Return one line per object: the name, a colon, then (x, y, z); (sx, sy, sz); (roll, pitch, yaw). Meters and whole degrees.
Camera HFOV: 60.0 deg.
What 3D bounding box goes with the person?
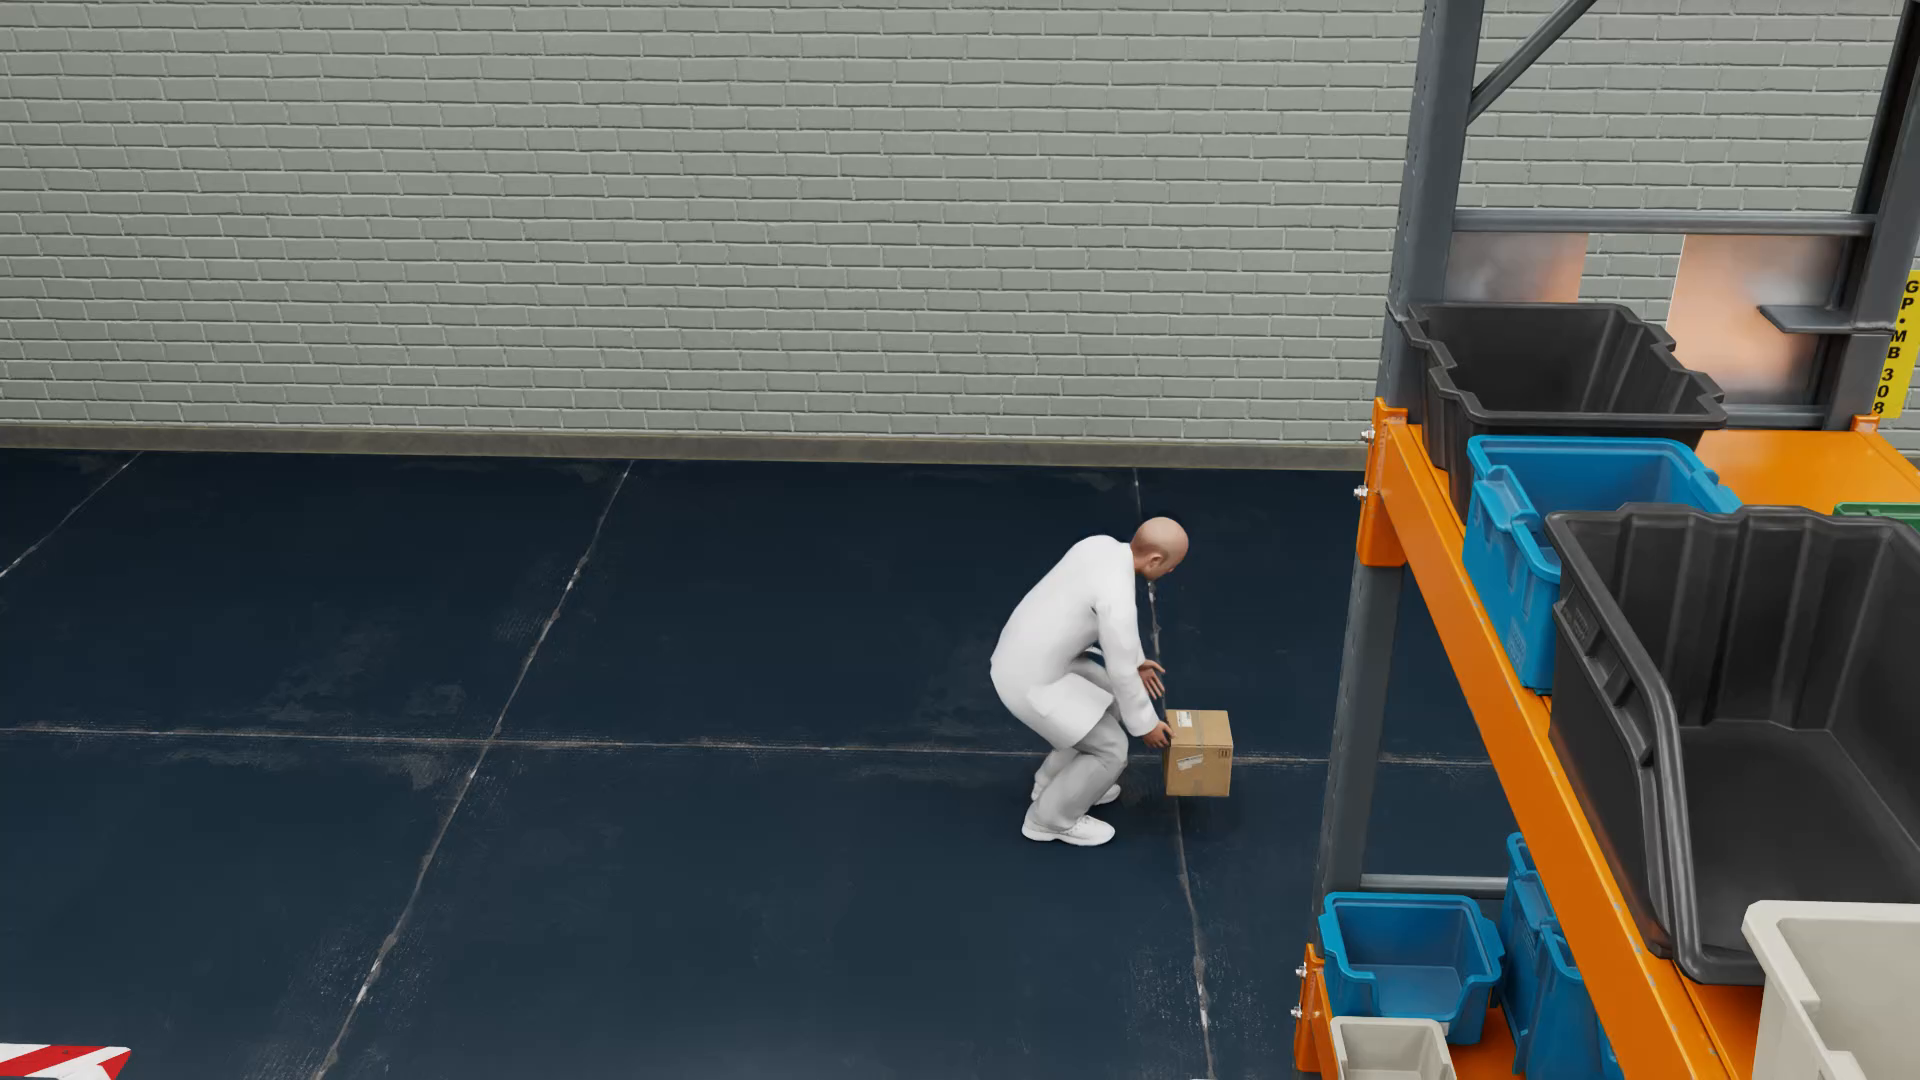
person: (0.494, 0.525, 6.582); (0.749, 1.365, 0.633); (1, 28, 2)
